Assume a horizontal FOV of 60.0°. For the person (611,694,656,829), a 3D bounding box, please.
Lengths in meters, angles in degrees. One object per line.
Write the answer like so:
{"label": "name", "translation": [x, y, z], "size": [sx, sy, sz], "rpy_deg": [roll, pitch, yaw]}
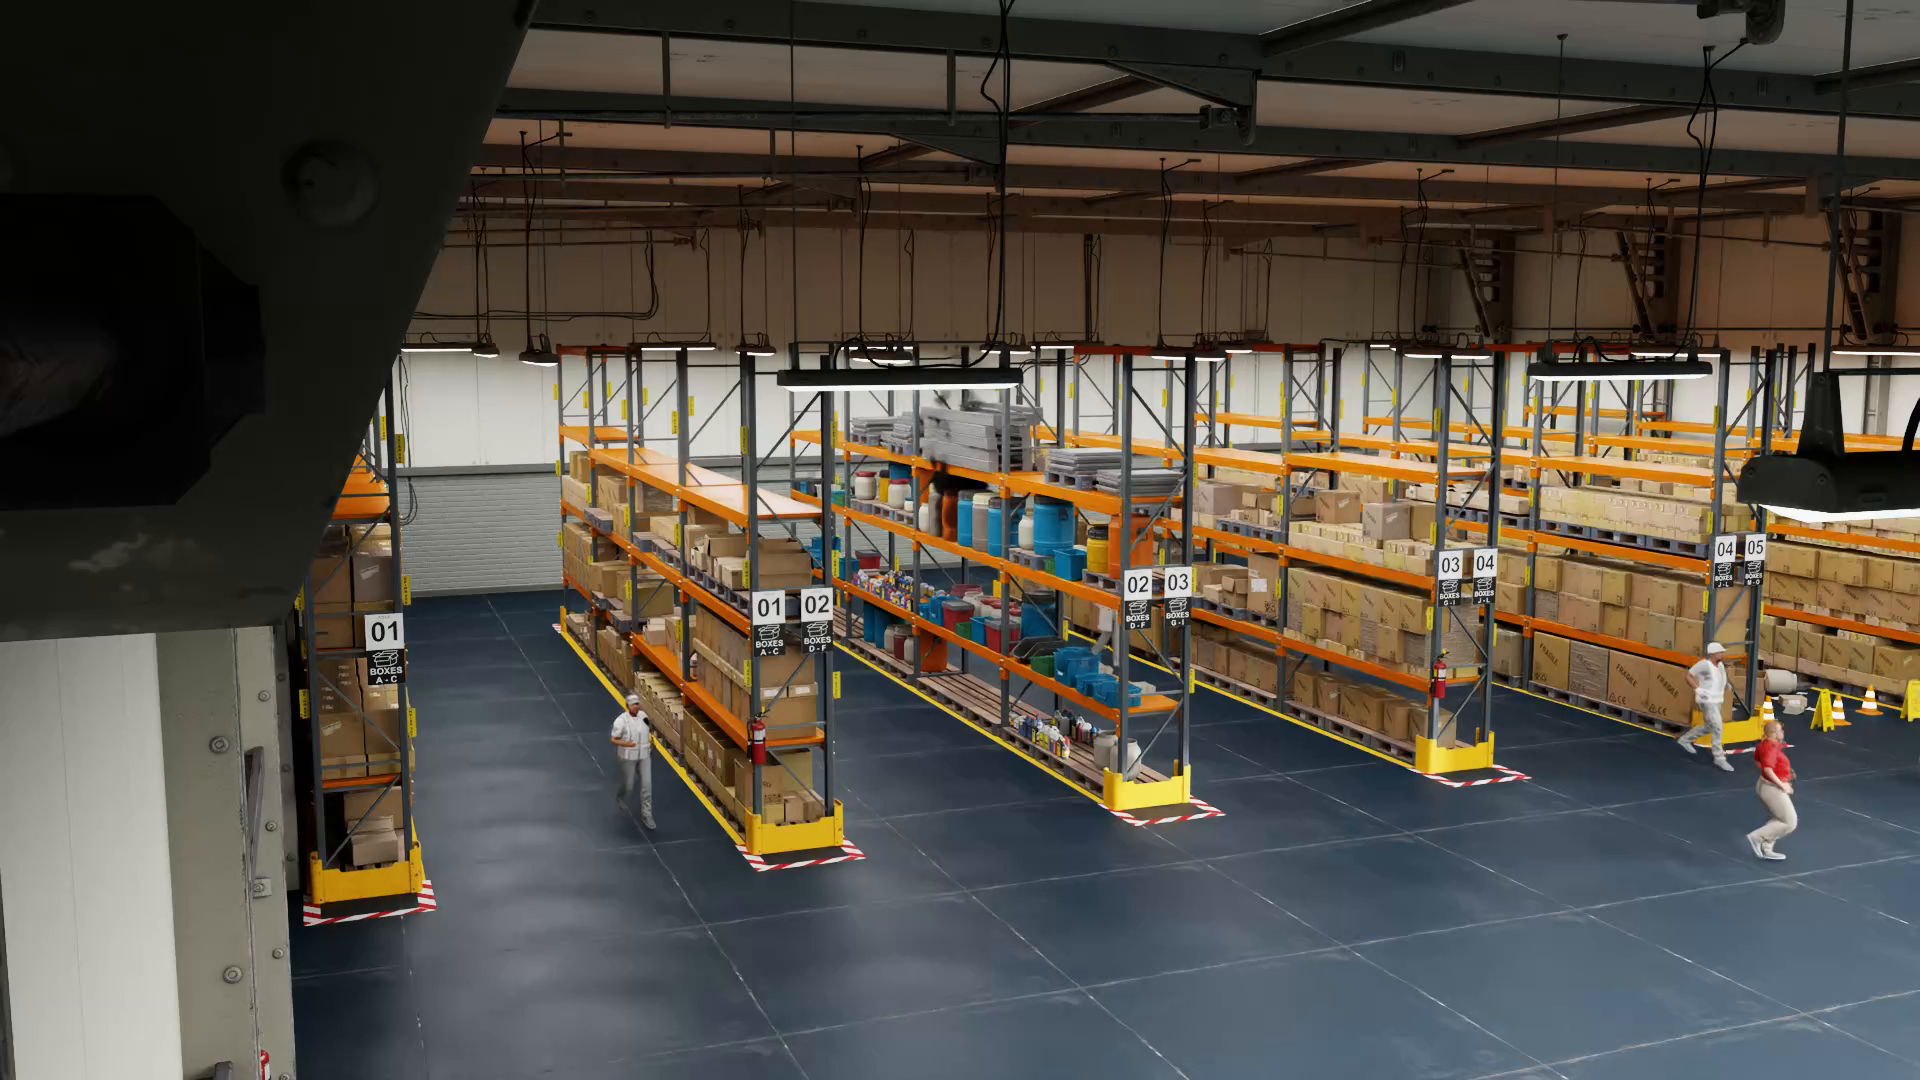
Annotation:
{"label": "person", "translation": [-4.179, 2.795, 21.318], "size": [0.606, 1.666, 0.924], "rpy_deg": [-5, 9, -32]}

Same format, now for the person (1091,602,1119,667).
{"label": "person", "translation": [2.689, 1.386, 29.734], "size": [0.718, 1.793, 0.940], "rpy_deg": [-5, 9, -32]}

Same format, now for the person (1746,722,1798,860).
{"label": "person", "translation": [9.686, 2.992, 19.795], "size": [0.619, 1.673, 0.658], "rpy_deg": [1, 7, 9]}

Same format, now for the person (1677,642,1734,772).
{"label": "person", "translation": [10.984, 2.374, 24.289], "size": [0.699, 1.773, 0.999], "rpy_deg": [-6, 9, -40]}
